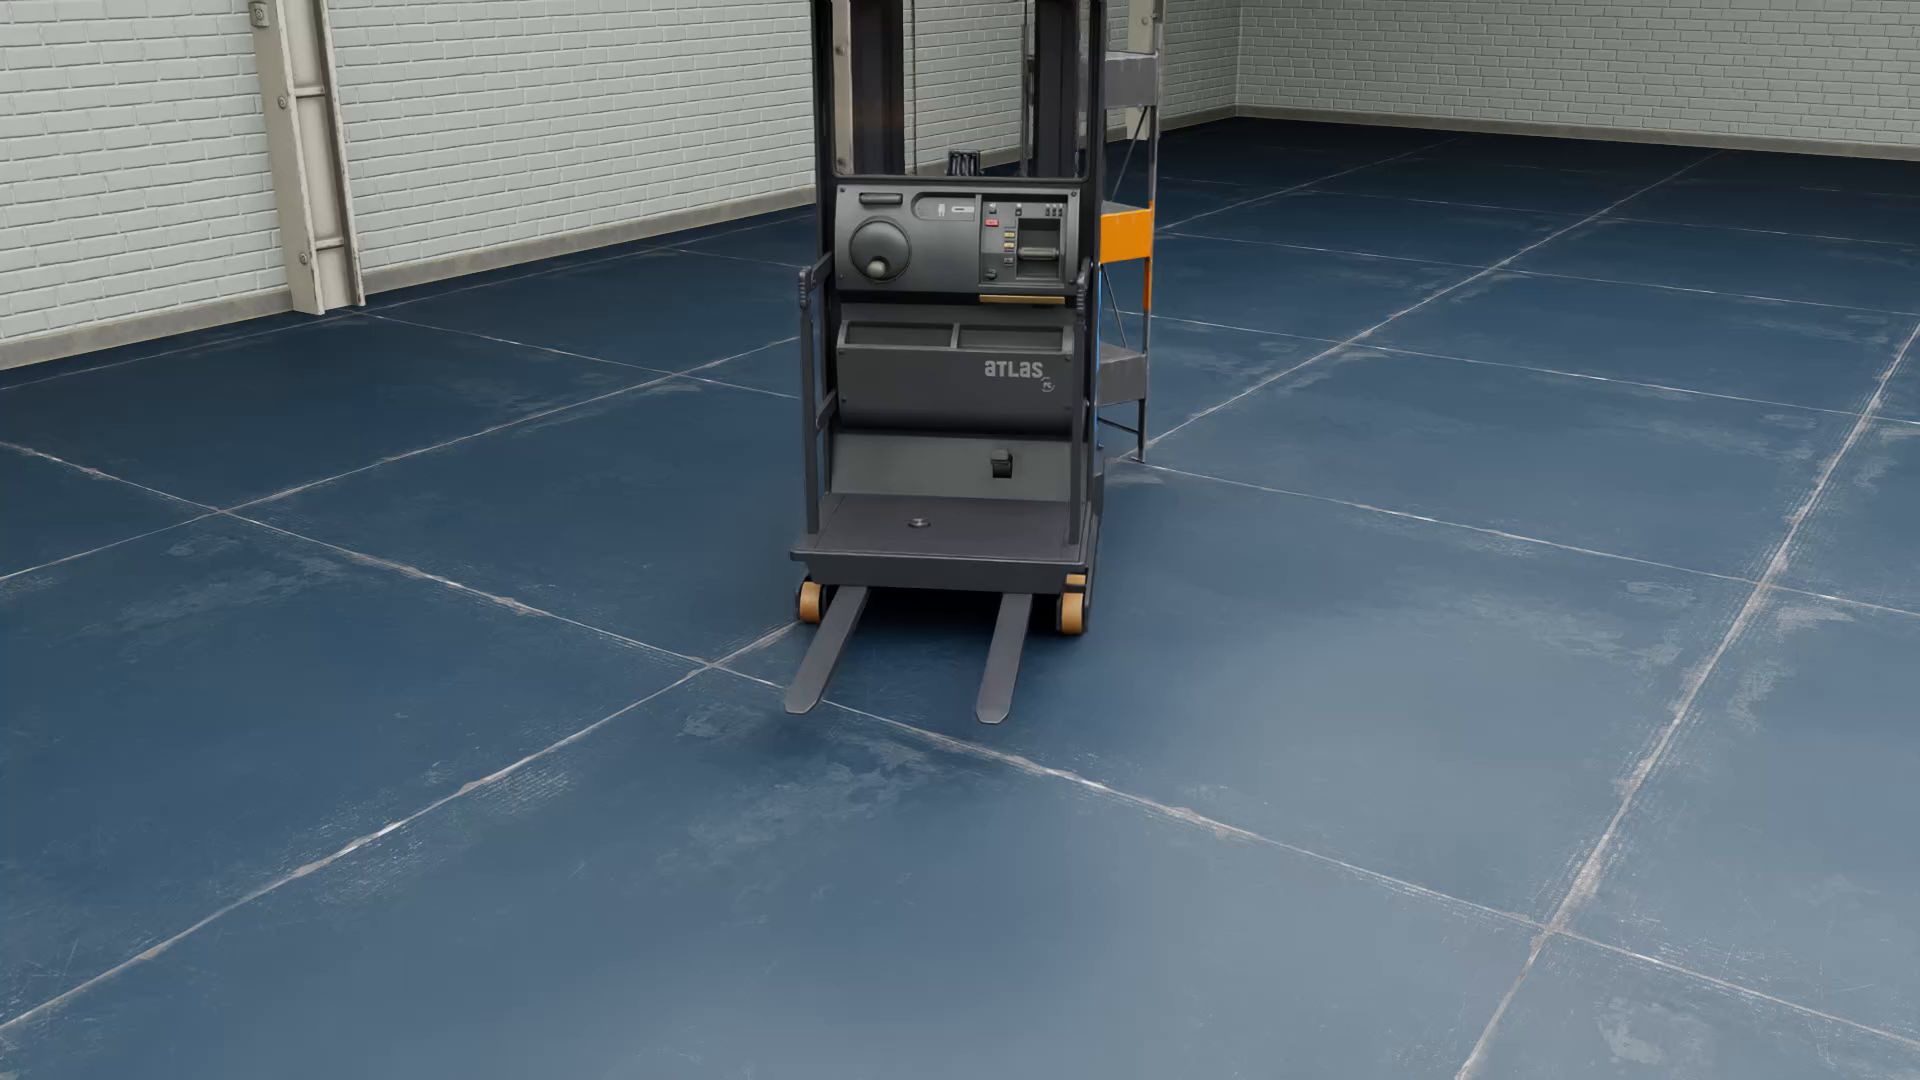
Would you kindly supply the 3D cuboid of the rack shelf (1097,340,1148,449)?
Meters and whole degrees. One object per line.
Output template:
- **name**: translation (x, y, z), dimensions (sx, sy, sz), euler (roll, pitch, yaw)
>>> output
- **rack shelf**: translation (0.601, -0.705, 8.201), dimensions (0.480, 0.518, 0.431), euler (-14, 24, -33)

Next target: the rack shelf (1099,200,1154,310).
- **rack shelf**: translation (0.601, -1.361, 7.958), dimensions (0.480, 0.518, 0.431), euler (-14, 24, -33)

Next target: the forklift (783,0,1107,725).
- **forklift**: translation (-0.035, -1.138, 6.118), dimensions (1.130, 2.935, 3.031), euler (2, 20, 6)

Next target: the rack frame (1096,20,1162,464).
- **rack frame**: translation (0.800, -1.423, 8.086), dimensions (0.015, 2.100, 0.400), euler (-14, 24, -33)

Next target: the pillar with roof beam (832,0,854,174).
- **pillar with roof beam**: translation (2.495, -6.740, 12.515), dimensions (9.100, 9.000, 0.400), euler (13, 24, 32)

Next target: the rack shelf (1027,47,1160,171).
- **rack shelf**: translation (0.601, -2.018, 7.715), dimensions (0.480, 0.518, 0.431), euler (-14, 24, -33)

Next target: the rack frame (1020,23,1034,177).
- **rack frame**: translation (0.402, -1.325, 7.820), dimensions (0.015, 2.100, 0.400), euler (-14, 24, -33)

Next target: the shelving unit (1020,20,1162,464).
- **shelving unit**: translation (0.601, -1.374, 7.953), dimensions (0.503, 2.100, 0.431), euler (-14, 24, -33)

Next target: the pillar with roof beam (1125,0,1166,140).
- **pillar with roof beam**: translation (5.868, -8.461, 17.169), dimensions (9.100, 9.000, 0.400), euler (13, 24, 32)

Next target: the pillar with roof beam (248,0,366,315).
- **pillar with roof beam**: translation (-0.878, -5.018, 7.861), dimensions (9.100, 9.000, 0.400), euler (13, 24, 32)
